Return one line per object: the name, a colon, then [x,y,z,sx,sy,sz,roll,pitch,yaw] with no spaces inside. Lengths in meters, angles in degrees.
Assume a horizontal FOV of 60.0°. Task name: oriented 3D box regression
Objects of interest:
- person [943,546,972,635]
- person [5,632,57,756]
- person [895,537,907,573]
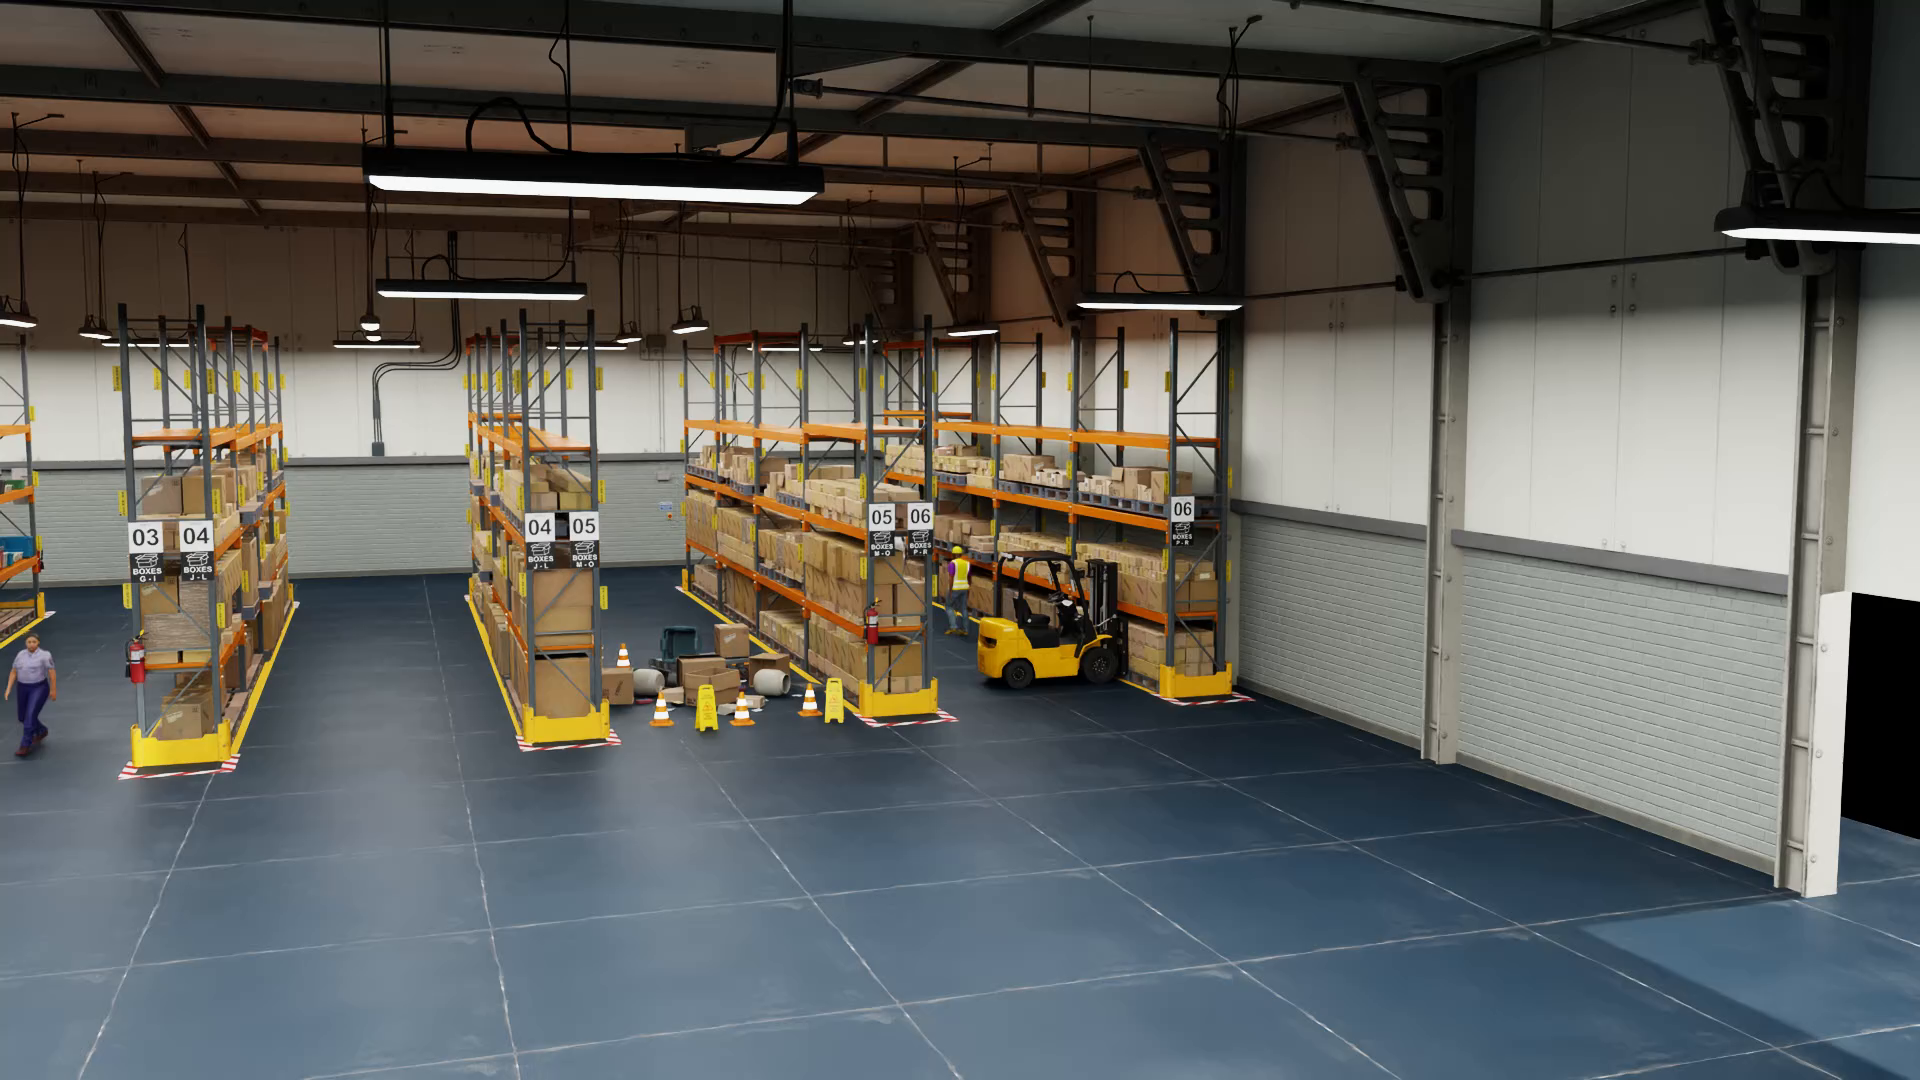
person: [-0.009,1.018,32.902,0.619,1.781,0.562,-4,7,-37]
person: [-12.639,2.058,22.657,0.556,1.617,0.876,0,5,-2]
person: [-1.371,0.462,36.238,0.538,1.681,0.772,-2,6,-23]
